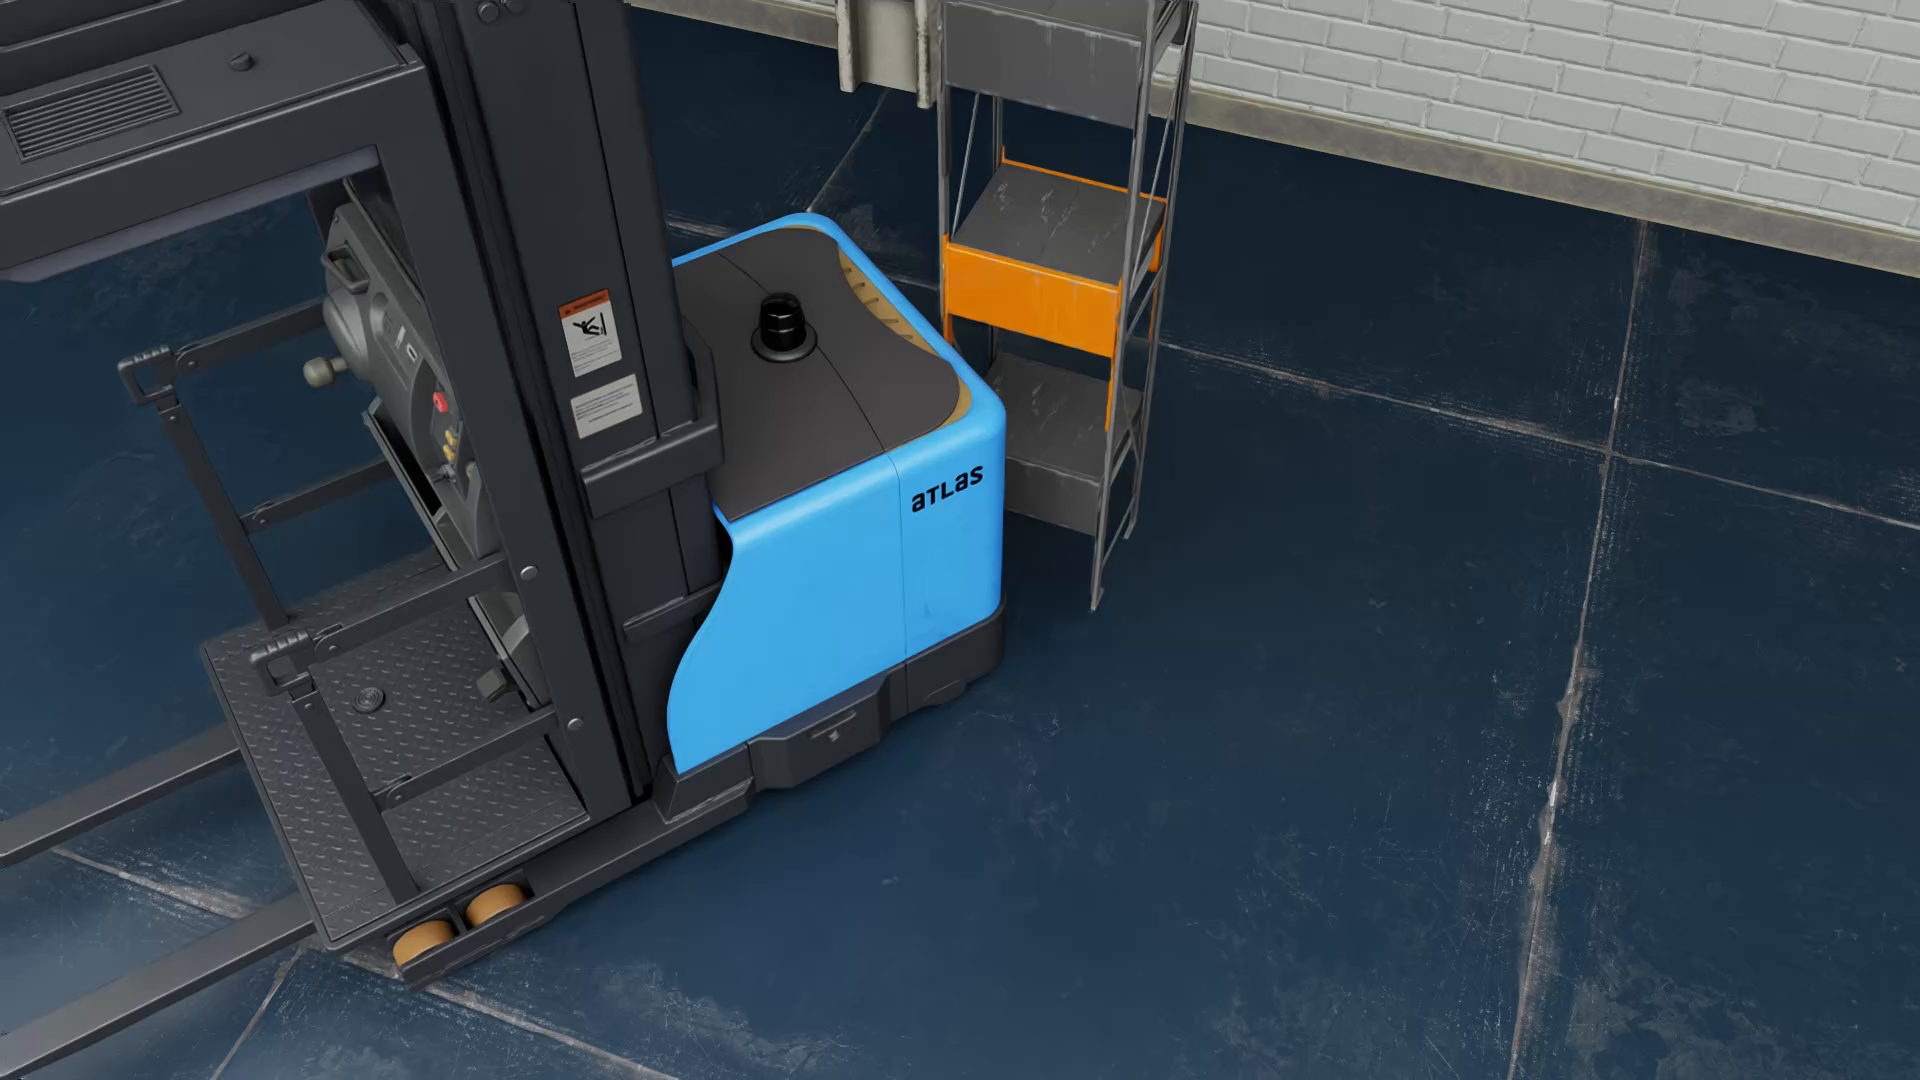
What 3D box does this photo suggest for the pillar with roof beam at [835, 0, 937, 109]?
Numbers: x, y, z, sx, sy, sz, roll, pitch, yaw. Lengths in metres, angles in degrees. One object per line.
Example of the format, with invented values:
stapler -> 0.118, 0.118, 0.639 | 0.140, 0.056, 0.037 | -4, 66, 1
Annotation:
pillar with roof beam -> -1.749, -1.810, 0.864 | 0.400, 9.000, 9.100 | 16, 51, 13

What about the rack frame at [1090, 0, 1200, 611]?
rack frame -> 0.481, -0.612, 4.391 | 0.015, 2.100, 0.400 | 17, 51, 14

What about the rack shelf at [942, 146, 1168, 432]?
rack shelf -> 0.255, -0.674, 4.462 | 0.480, 0.518, 0.431 | 17, 51, 14

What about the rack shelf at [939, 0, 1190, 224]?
rack shelf -> 0.255, -1.132, 3.933 | 0.480, 0.518, 0.431 | 17, 51, 14

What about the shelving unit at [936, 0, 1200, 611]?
shelving unit -> 0.255, -0.682, 4.452 | 0.503, 2.100, 0.431 | 17, 51, 14

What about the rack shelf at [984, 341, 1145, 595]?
rack shelf -> 0.255, -0.215, 4.991 | 0.480, 0.518, 0.431 | 17, 51, 14

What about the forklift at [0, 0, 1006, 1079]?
forklift -> -1.387, -0.288, 3.560 | 3.031, 2.935, 1.130 | -26, 54, -21

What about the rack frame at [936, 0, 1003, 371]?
rack frame -> 0.030, -0.753, 4.513 | 0.015, 2.100, 0.400 | 17, 51, 14
